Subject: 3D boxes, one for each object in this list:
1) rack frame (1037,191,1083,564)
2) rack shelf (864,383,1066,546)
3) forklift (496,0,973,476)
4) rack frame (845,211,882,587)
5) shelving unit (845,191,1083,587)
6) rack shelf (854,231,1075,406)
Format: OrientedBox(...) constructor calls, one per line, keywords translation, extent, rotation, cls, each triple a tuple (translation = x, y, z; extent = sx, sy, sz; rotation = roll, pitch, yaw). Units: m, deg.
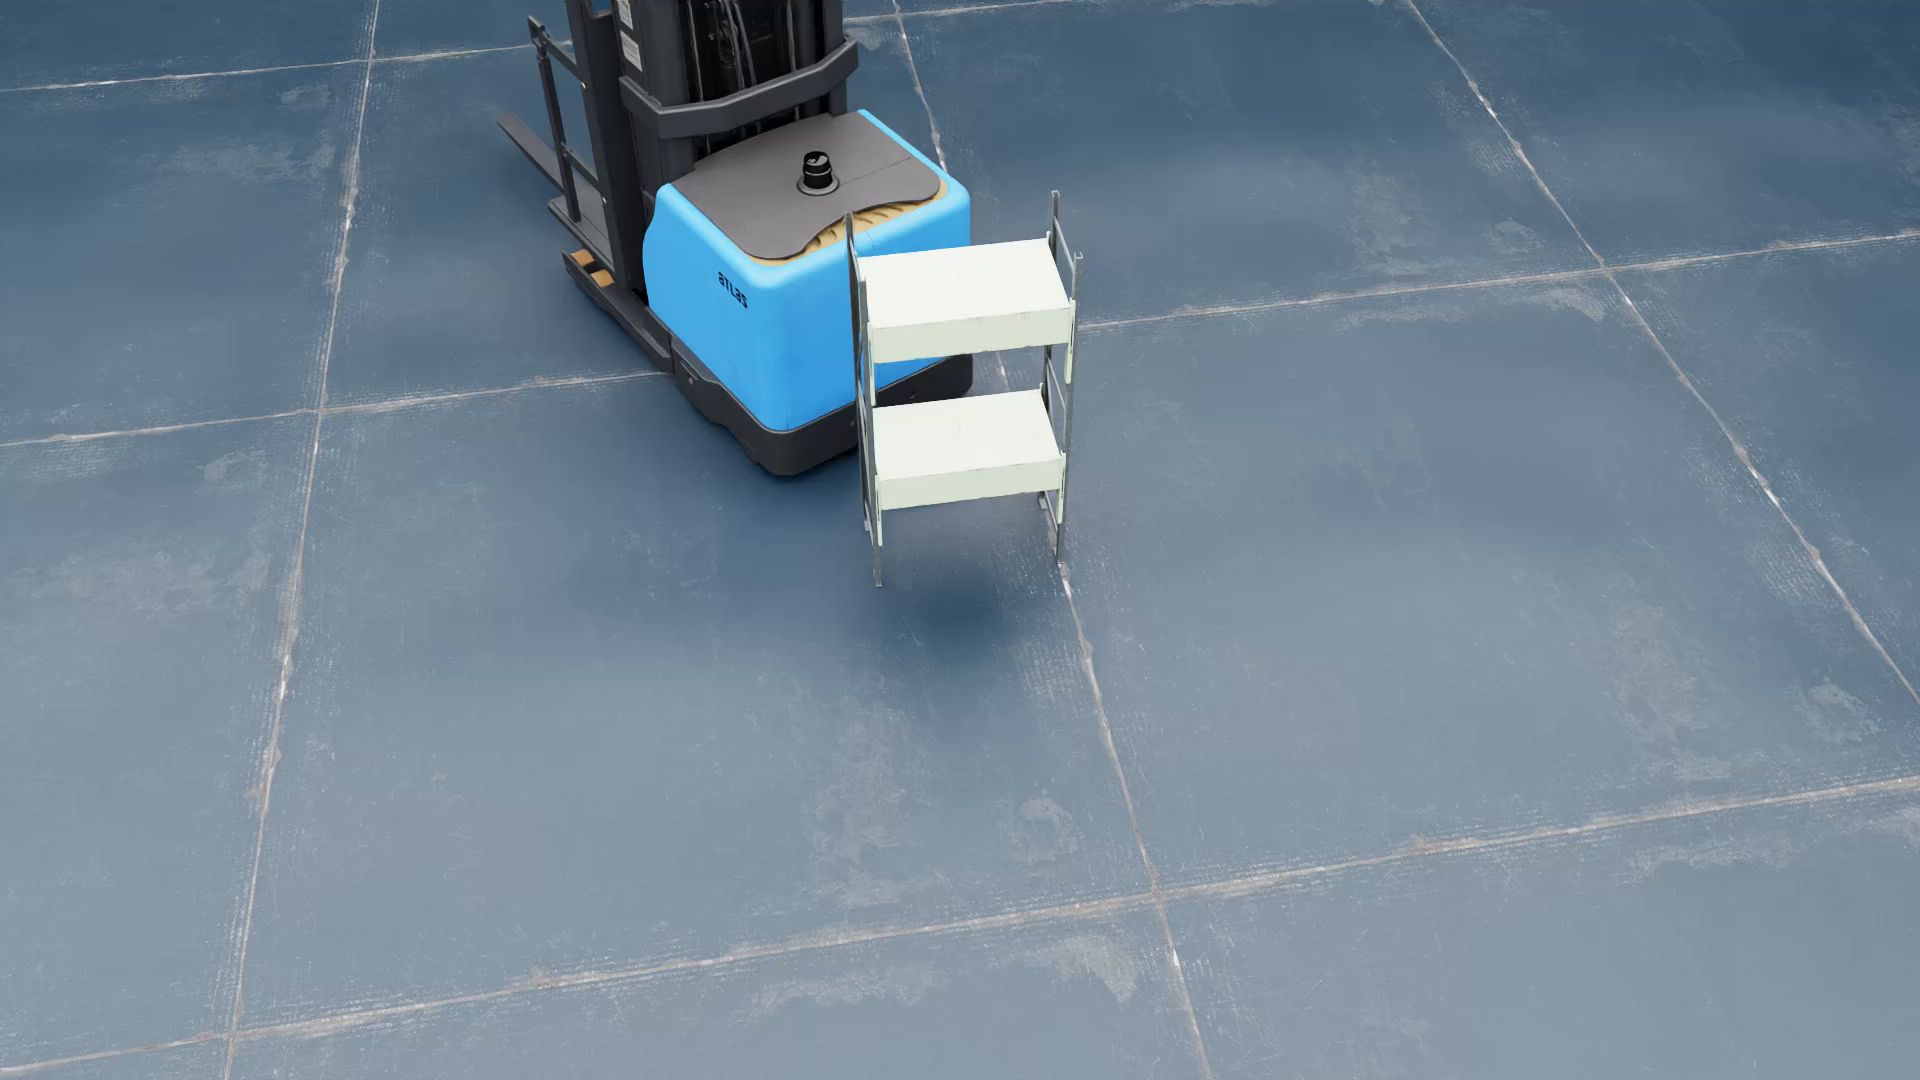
OrientedBox(translation=(0.367, -0.566, 6.254), extent=(0.023, 1.500, 0.400), rotation=(-7, 46, -7), cls="rack frame")
OrientedBox(translation=(0.007, -0.295, 6.445), extent=(0.720, 0.370, 0.431), rotation=(-7, 46, -7), cls="rack shelf")
OrientedBox(translation=(-1.219, -2.305, 6.935), extent=(1.130, 2.935, 3.031), rotation=(-28, 52, -24), cls="forklift")
OrientedBox(translation=(-0.354, -0.476, 6.167), extent=(0.023, 1.500, 0.400), rotation=(-7, 46, -7), cls="rack frame")
OrientedBox(translation=(0.007, -0.521, 6.211), extent=(0.755, 1.500, 0.431), rotation=(-7, 46, -7), cls="shelving unit")
OrientedBox(translation=(0.007, -0.792, 5.930), extent=(0.720, 0.370, 0.431), rotation=(-7, 46, -7), cls="rack shelf")
